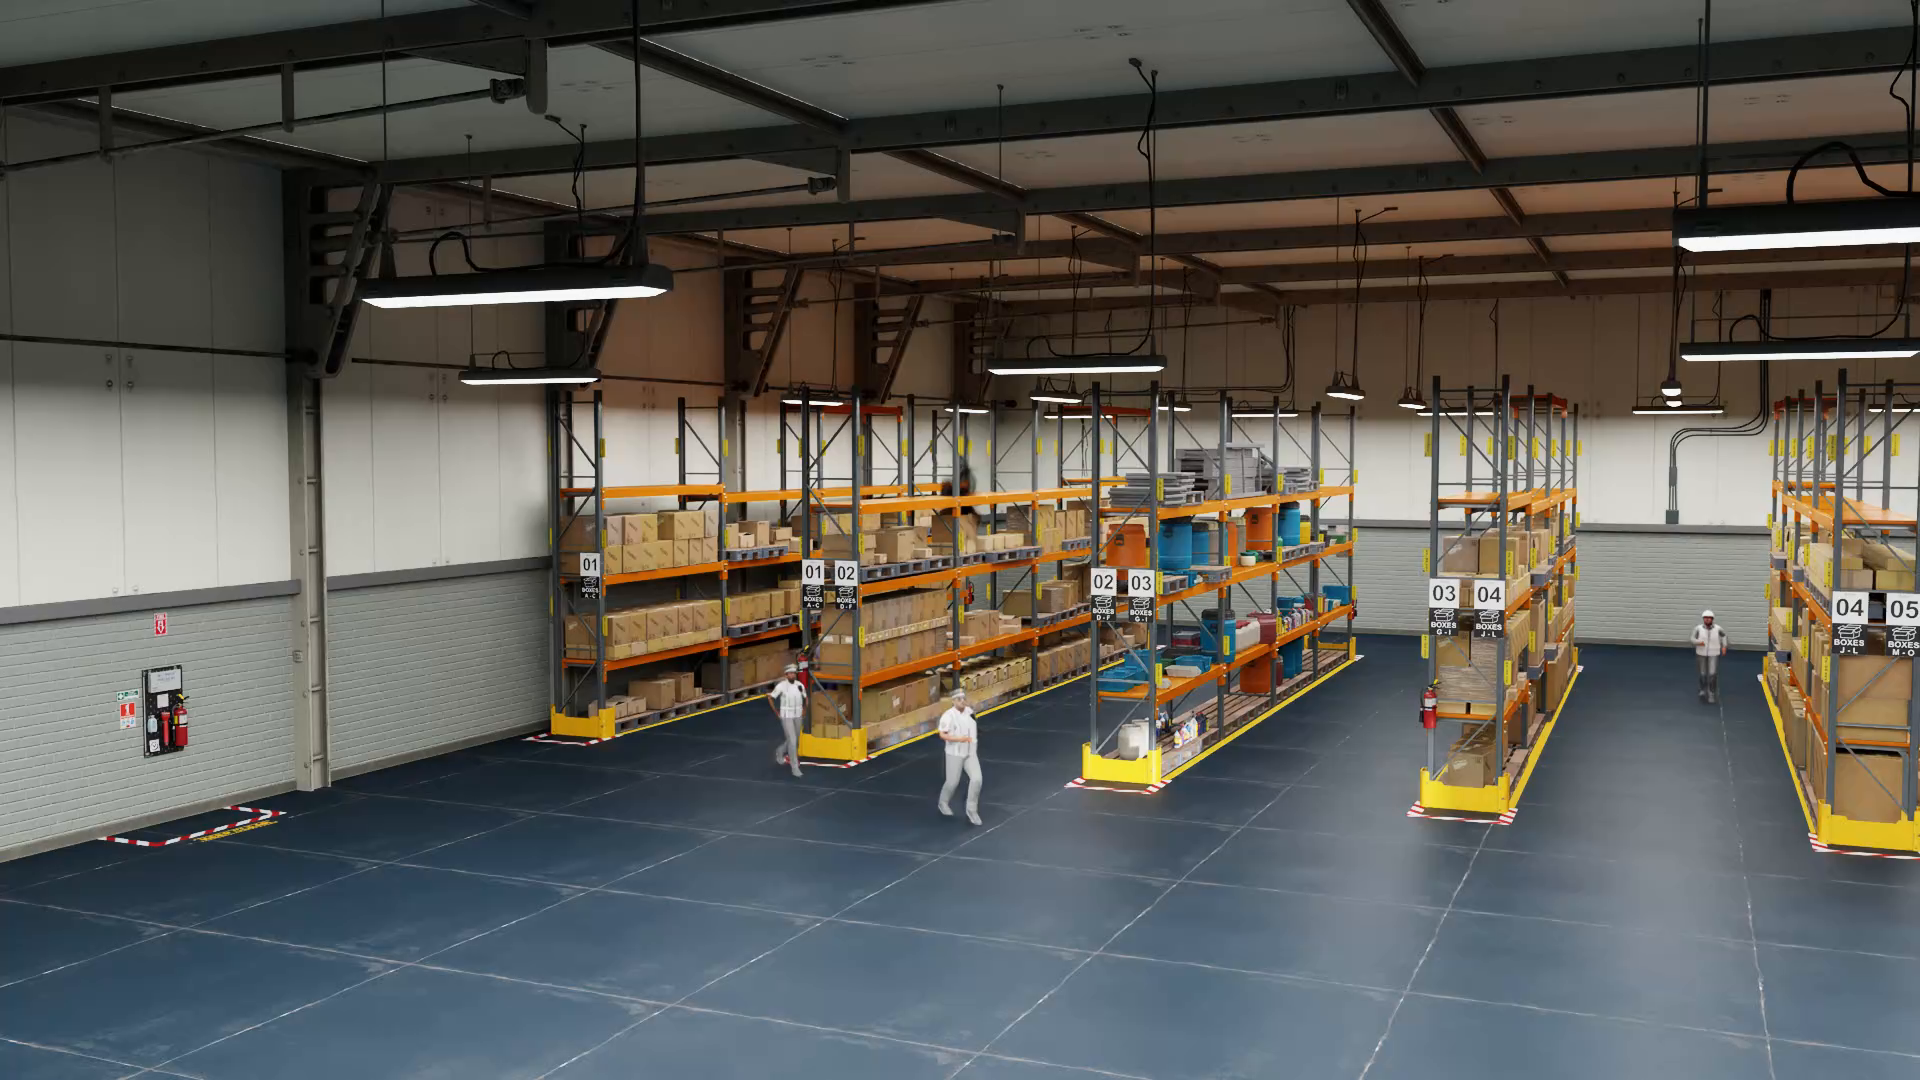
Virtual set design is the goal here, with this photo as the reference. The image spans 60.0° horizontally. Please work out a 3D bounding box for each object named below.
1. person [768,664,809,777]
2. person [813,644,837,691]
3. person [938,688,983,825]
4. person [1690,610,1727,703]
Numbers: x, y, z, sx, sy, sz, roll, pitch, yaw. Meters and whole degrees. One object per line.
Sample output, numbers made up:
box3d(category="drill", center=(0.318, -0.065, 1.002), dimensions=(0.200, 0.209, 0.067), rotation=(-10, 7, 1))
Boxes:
box3d(category="person", center=(-2.618, 2.762, 25.686), dimensions=(0.618, 1.723, 0.844), rotation=(-2, 4, -36))
box3d(category="person", center=(-2.438, 2.498, 30.890), dimensions=(0.608, 1.628, 0.759), rotation=(0, 3, 4))
box3d(category="person", center=(-0.010, 2.897, 22.362), dimensions=(0.663, 1.844, 0.788), rotation=(-2, 4, -31))
box3d(category="person", center=(14.816, 2.312, 32.934), dimensions=(0.668, 1.853, 0.764), rotation=(2, 4, 26))
